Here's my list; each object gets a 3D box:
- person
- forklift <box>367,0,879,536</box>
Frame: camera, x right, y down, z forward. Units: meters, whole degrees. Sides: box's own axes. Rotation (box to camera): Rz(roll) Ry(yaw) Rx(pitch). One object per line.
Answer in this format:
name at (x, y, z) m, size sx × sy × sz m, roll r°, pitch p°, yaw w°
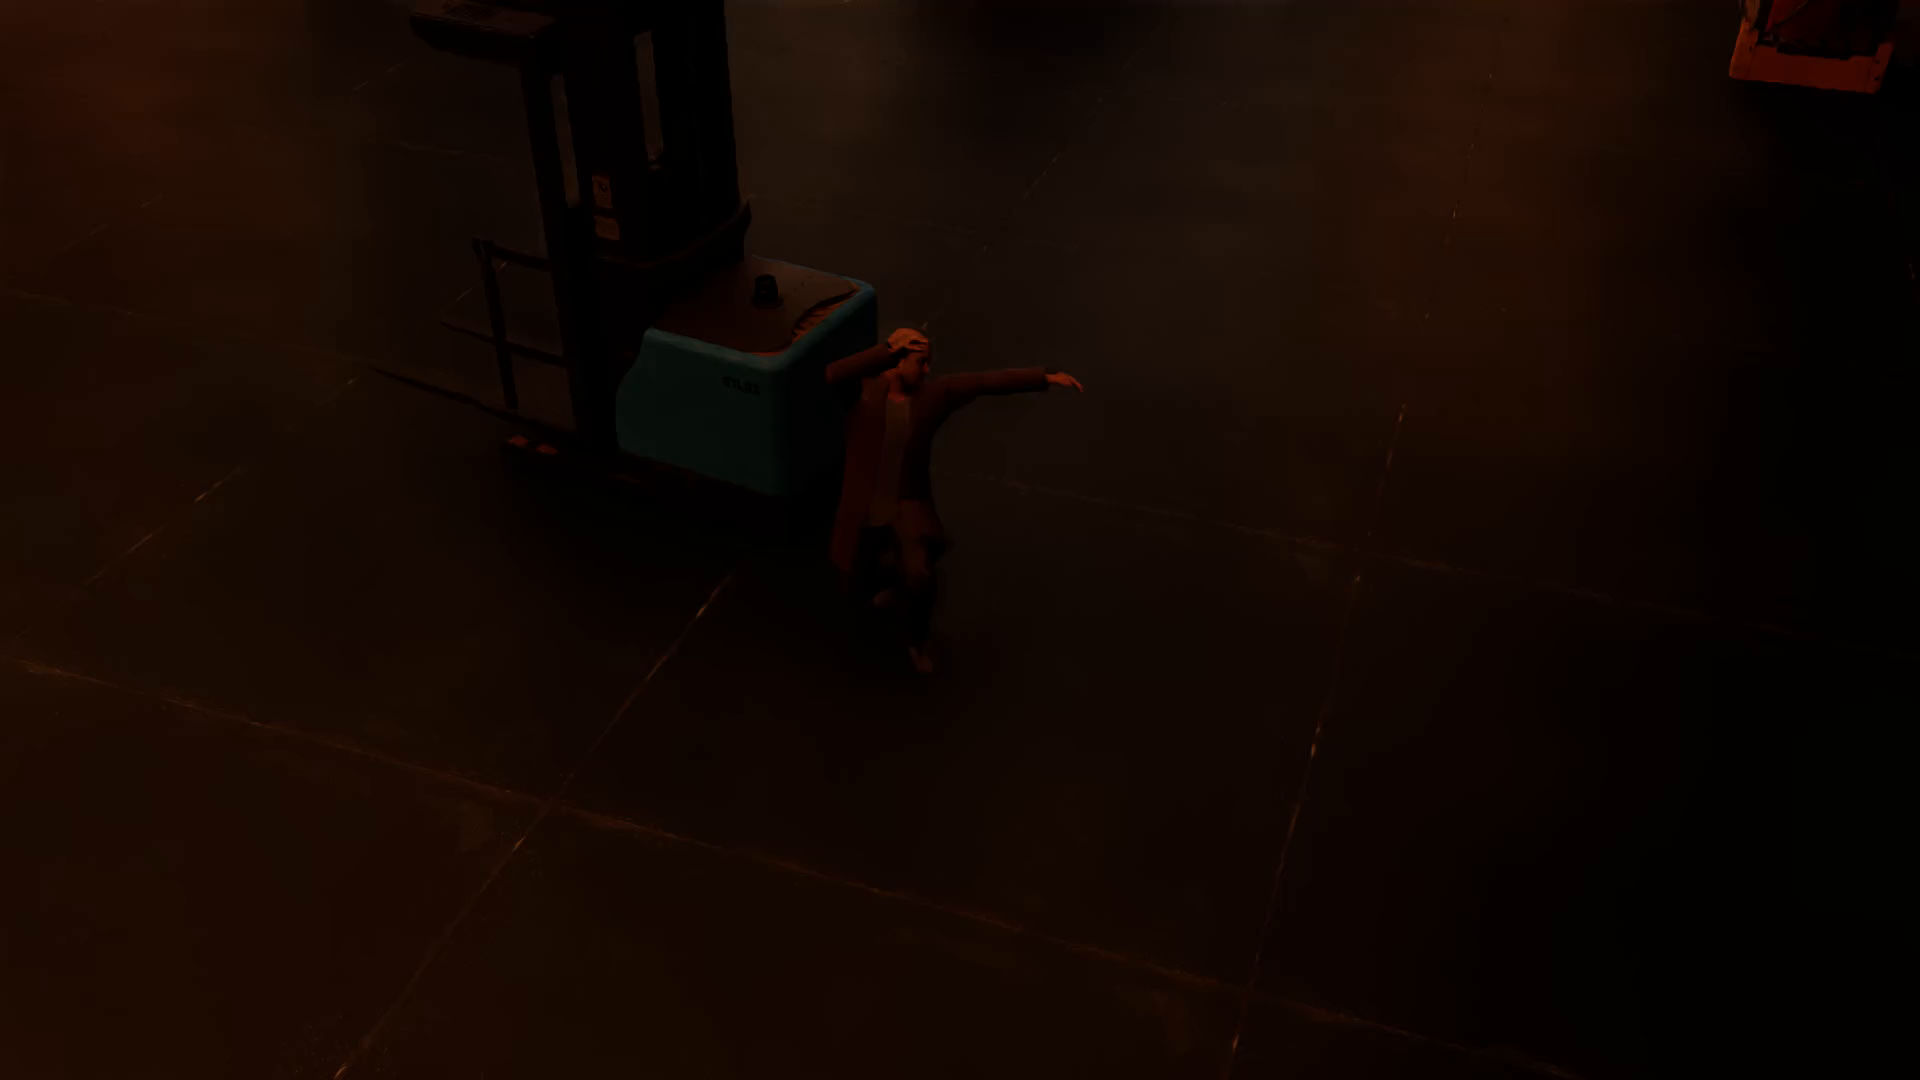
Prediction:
person at (-0.035, -0.206, 7.582) m, size 1.169 × 1.641 × 0.893 m, roll 2°, pitch 35°, yaw 3°
forklift at (-1.970, -1.810, 8.663) m, size 3.031 × 2.935 × 1.130 m, roll 17°, pitch 39°, yaw 22°
